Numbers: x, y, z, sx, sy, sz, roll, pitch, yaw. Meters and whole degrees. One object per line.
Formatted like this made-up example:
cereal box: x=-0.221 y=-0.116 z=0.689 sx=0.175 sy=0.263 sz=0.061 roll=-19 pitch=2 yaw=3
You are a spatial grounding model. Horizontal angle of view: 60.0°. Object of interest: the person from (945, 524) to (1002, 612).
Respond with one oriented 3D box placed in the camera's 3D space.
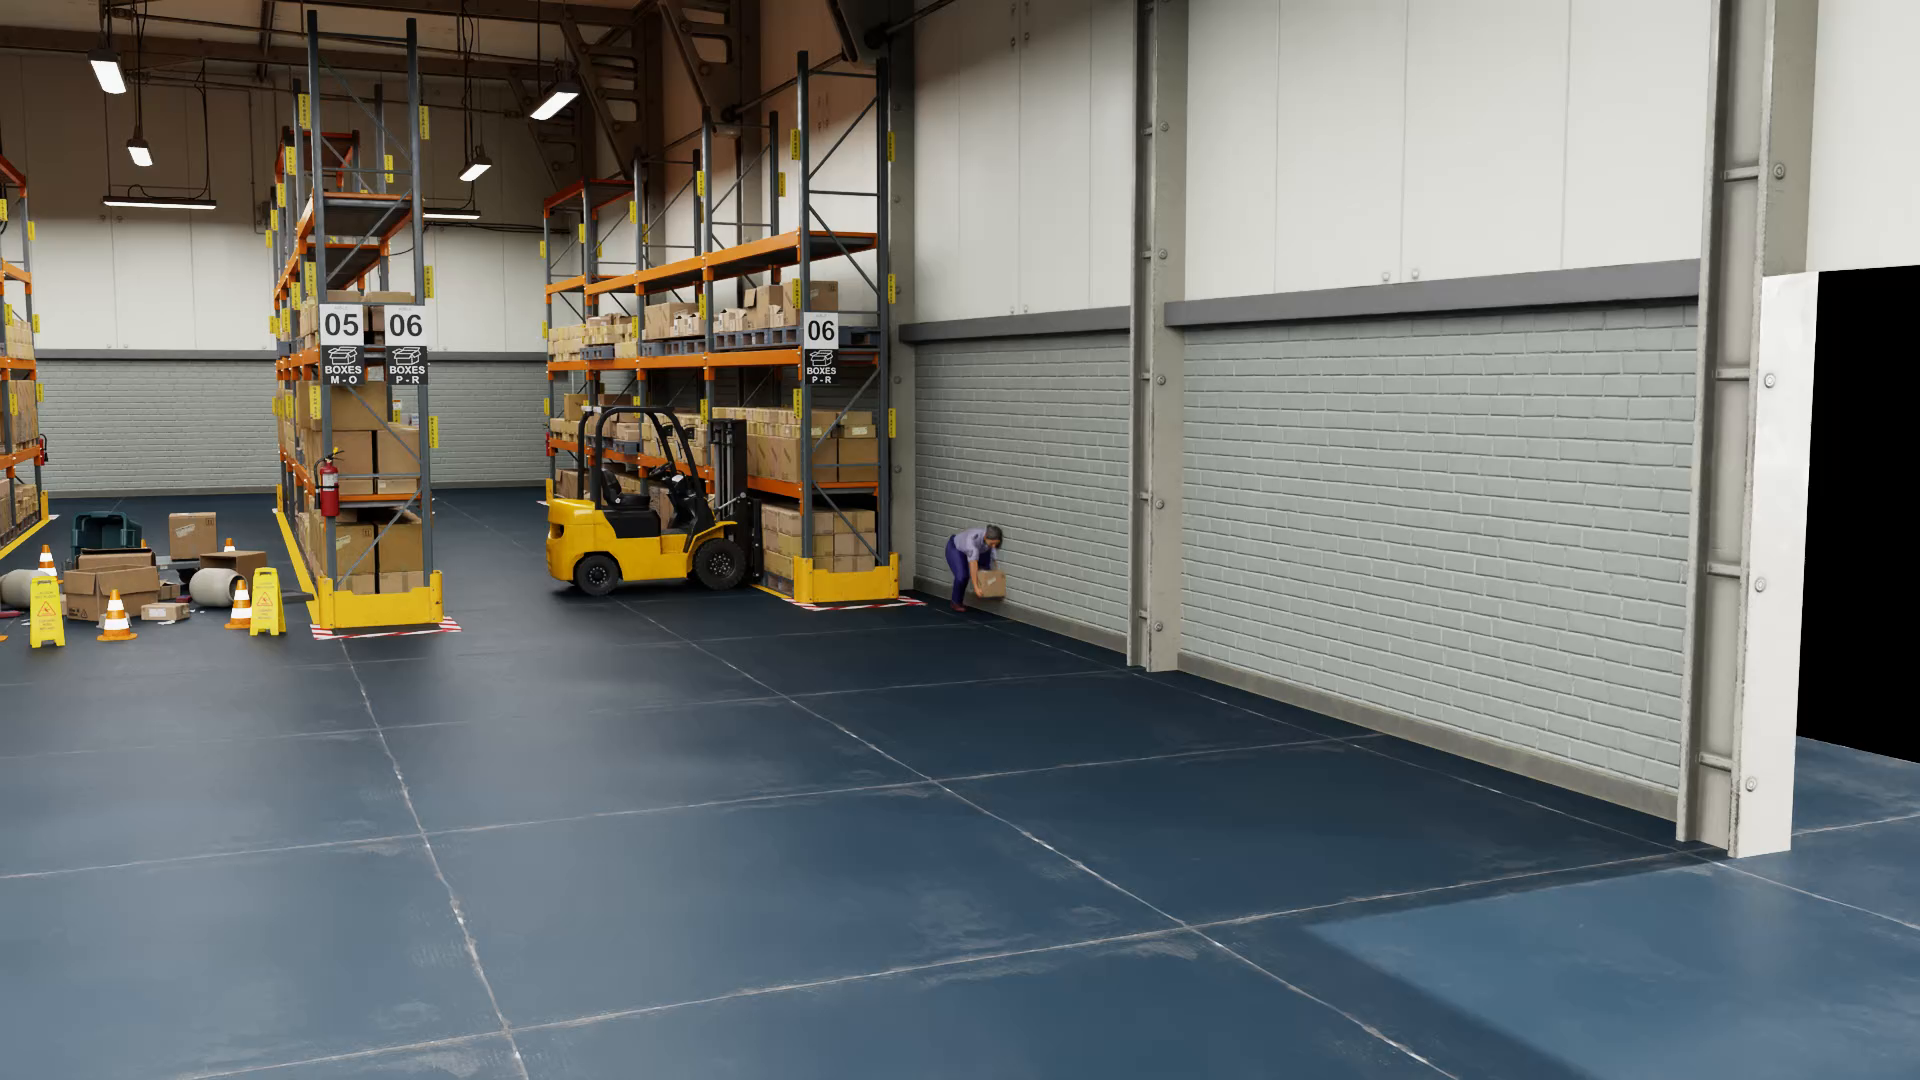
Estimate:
person: x=0.187 y=0.290 z=17.685 sx=0.531 sy=0.961 sz=0.885 roll=-3 pitch=6 yaw=-26
